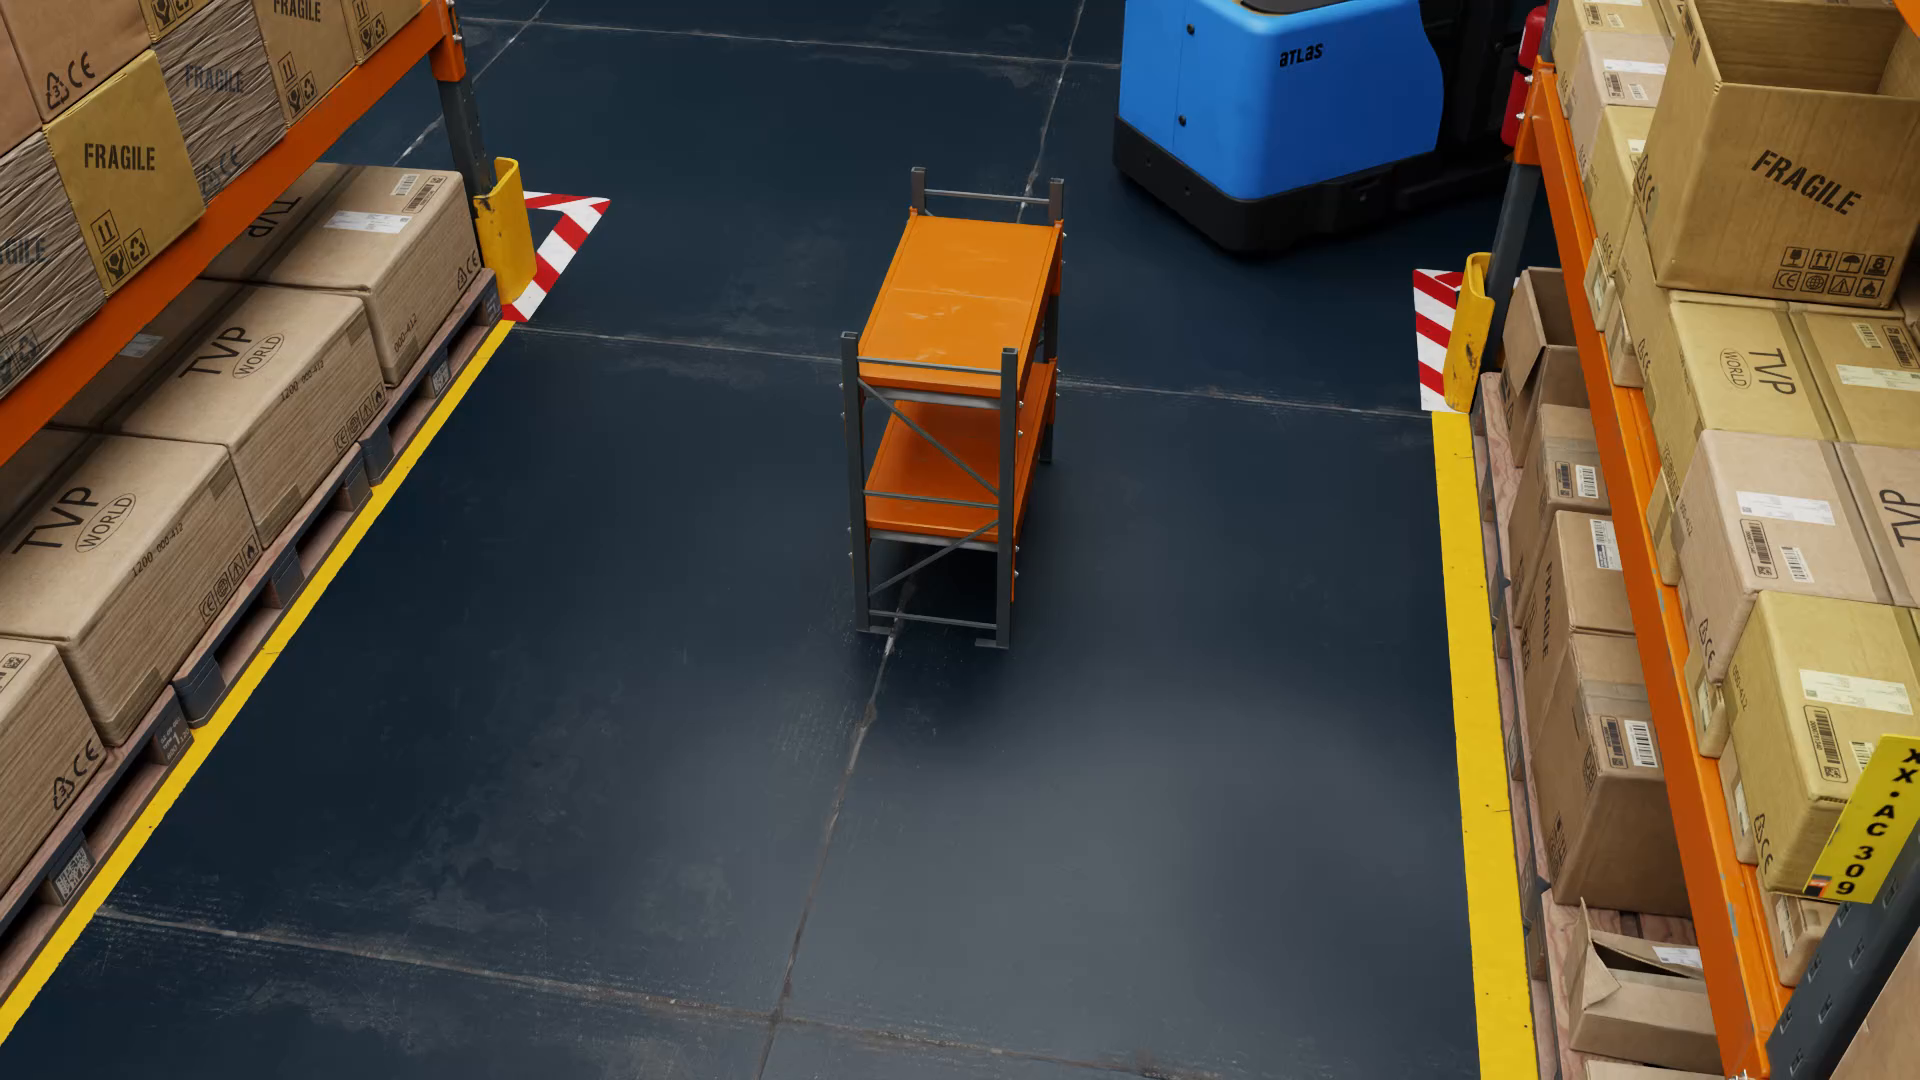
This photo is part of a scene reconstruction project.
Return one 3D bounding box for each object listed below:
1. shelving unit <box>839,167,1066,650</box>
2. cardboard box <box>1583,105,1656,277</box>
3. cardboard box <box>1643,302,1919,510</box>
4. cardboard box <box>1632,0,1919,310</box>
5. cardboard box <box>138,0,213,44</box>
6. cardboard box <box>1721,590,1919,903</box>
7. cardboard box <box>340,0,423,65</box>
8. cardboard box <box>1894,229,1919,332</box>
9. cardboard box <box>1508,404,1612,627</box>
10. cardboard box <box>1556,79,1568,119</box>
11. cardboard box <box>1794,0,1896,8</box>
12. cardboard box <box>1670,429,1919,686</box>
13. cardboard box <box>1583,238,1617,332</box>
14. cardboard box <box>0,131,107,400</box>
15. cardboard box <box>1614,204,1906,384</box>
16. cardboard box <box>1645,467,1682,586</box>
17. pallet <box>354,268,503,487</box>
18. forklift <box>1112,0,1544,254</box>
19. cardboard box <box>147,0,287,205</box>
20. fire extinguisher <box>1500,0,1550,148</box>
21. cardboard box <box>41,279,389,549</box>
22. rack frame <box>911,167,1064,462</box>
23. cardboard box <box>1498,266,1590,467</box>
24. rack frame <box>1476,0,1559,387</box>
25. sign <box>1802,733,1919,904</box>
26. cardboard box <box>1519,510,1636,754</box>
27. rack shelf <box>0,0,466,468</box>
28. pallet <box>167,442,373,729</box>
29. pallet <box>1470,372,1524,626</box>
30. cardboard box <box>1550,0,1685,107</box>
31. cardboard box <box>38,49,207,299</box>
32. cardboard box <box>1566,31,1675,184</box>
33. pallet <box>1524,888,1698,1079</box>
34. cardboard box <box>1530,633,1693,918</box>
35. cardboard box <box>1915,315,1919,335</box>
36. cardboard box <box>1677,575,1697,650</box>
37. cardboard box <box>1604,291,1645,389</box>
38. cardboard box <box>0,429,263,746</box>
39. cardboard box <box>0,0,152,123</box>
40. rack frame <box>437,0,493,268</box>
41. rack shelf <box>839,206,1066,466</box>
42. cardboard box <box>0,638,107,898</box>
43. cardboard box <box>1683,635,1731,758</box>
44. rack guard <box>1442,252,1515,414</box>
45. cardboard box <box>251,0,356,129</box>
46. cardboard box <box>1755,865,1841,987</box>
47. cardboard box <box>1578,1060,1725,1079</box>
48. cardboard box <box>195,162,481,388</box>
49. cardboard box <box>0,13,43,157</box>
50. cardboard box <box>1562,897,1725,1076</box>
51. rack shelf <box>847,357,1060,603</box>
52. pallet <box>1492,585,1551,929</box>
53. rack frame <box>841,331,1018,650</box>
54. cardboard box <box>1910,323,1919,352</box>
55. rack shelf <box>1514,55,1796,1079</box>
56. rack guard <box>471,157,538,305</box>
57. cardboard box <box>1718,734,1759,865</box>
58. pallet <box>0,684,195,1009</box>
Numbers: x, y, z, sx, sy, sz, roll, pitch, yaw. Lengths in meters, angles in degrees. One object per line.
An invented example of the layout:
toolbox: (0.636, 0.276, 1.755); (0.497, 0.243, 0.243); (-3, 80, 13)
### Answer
shelving unit: (0.001, -0.438, 5.397); (0.538, 1.125, 1.048); (6, 40, 8)
cardboard box: (1.959, -0.906, 4.376); (0.500, 0.250, 0.500); (6, 40, 7)
cardboard box: (1.801, -0.260, 3.594); (0.500, 0.250, 0.500); (6, 40, 7)
cardboard box: (1.871, -0.888, 3.766); (0.500, 0.500, 0.500); (7, 40, 9)
cardboard box: (-2.414, -1.738, 4.635); (0.500, 0.500, 0.500); (6, 40, 7)
cardboard box: (1.630, 0.368, 2.835); (0.500, 0.250, 0.500); (7, 40, 9)
cardboard box: (-2.238, -1.991, 5.725); (0.500, 0.500, 0.500); (7, 40, 8)
cardboard box: (2.385, -0.516, 3.904); (0.500, 0.250, 0.500); (6, 40, 8)
cardboard box: (2.089, -0.032, 5.067); (0.700, 0.500, 0.500); (8, 40, 9)
cardboard box: (2.147, -1.466, 5.366); (0.380, 0.149, 0.250); (6, 40, 7)
cardboard box: (2.656, -1.478, 5.068); (0.500, 0.250, 0.500); (7, 40, 9)
cardboard box: (1.702, 0.052, 3.217); (0.500, 0.250, 0.500); (7, 40, 8)
cardboard box: (1.875, -0.663, 4.395); (0.380, 0.149, 0.250); (5, 40, 6)
cardboard box: (-2.585, -0.705, 4.170); (0.500, 0.500, 0.500); (7, 40, 8)
cardboard box: (1.891, -0.583, 3.985); (0.500, 0.250, 0.500); (5, 40, 7)
cardboard box: (1.722, -0.016, 3.613); (0.380, 0.149, 0.250); (6, 40, 7)
pallet: (-2.476, -0.699, 6.430); (1.003, 0.211, 1.213); (6, 40, 8)
forklift: (2.257, -3.036, 7.121); (3.031, 2.935, 1.130); (-19, 43, -21)
cardboard box: (-2.419, -1.353, 4.954); (0.500, 0.500, 0.500); (7, 40, 9)
fire extinguisher: (2.044, -1.709, 5.816); (0.296, 0.674, 0.183); (6, 40, 8)
cardboard box: (-2.581, -0.458, 5.631); (0.875, 0.438, 0.875); (7, 40, 9)
rack frame: (0.089, -0.757, 5.783); (0.500, 1.125, 0.032); (6, 40, 8)
cardboard box: (2.275, -0.565, 5.709); (0.797, 0.503, 0.637); (5, 40, 6)
rack frame: (2.474, -1.739, 5.499); (1.000, 3.000, 0.127); (6, 40, 8)
sign: (1.246, 0.383, 2.254); (0.100, 0.325, 0.005); (6, 40, 8)
cardboard box: (1.899, 0.289, 4.679); (0.500, 0.500, 0.500); (7, 40, 8)
rack shelf: (-2.761, -0.752, 4.869); (1.077, 0.370, 4.000); (6, 40, 8)
pallet: (-2.690, 0.065, 5.506); (1.003, 0.211, 1.213); (6, 40, 8)
pallet: (2.324, -0.116, 5.725); (1.003, 0.211, 1.213); (6, 40, 8)
cardboard box: (2.130, -1.541, 5.144); (0.500, 0.250, 0.500); (7, 40, 8)
cardboard box: (-2.496, -1.028, 4.561); (0.500, 0.500, 0.500); (8, 40, 9)
cardboard box: (2.043, -1.224, 4.761); (0.500, 0.250, 0.500); (7, 40, 8)
pallet: (1.902, 1.415, 3.873); (1.003, 0.211, 1.213); (6, 40, 8)
cardboard box: (1.909, 0.620, 4.279); (0.700, 0.500, 0.500); (5, 40, 6)
cardboard box: (2.302, -0.480, 3.272); (0.500, 0.500, 0.500); (5, 40, 6)
cardboard box: (1.705, 0.147, 3.415); (0.380, 0.149, 0.250); (7, 40, 9)
cardboard box: (1.850, -0.496, 4.193); (0.380, 0.149, 0.250); (7, 40, 9)
cardboard box: (-2.739, 0.108, 4.947); (0.875, 0.438, 0.875); (5, 40, 6)
cardboard box: (-2.503, -1.422, 4.253); (0.500, 0.500, 0.500); (6, 40, 7)
rack frame: (-2.415, -2.284, 6.158); (1.000, 3.000, 0.127); (6, 40, 8)
rack shelf: (0.001, -0.663, 5.210); (0.538, 0.278, 1.000); (6, 40, 8)
cardboard box: (-2.893, 0.670, 4.267); (0.875, 0.438, 0.875); (6, 40, 7)
cardboard box: (1.633, 0.309, 3.220); (0.380, 0.149, 0.250); (7, 40, 9)
rack guard: (2.461, -0.728, 6.238); (1.175, 0.500, 0.348); (6, 40, 8)
cardboard box: (-2.340, -1.677, 5.346); (0.500, 0.500, 0.500); (6, 40, 7)
cardboard box: (1.588, 0.640, 2.819); (0.380, 0.149, 0.250); (7, 40, 8)
cardboard box: (1.589, 1.326, 3.700); (0.380, 0.149, 0.250); (5, 40, 6)
cardboard box: (-2.431, -1.033, 6.327); (0.875, 0.438, 0.875); (5, 40, 6)
cardboard box: (-2.593, -1.106, 3.871); (0.500, 0.500, 0.500); (7, 40, 9)
cardboard box: (1.651, 1.057, 3.933); (0.396, 0.266, 0.258); (8, 40, 9)
rack shelf: (0.001, -0.249, 5.553); (0.538, 0.278, 1.000); (6, 40, 8)
pallet: (2.111, 0.647, 4.802); (1.003, 0.211, 1.213); (6, 40, 8)
rack frame: (-0.087, -0.119, 5.011); (0.500, 1.125, 0.032); (6, 40, 8)
cardboard box: (2.305, -0.206, 3.529); (0.500, 0.250, 0.500); (7, 40, 9)
rack shelf: (2.128, -0.207, 4.210); (1.077, 0.370, 4.000); (6, 40, 8)
rack guard: (-2.411, -1.336, 6.973); (1.175, 0.500, 0.348); (6, 40, 8)
cardboard box: (1.612, 0.474, 3.019); (0.380, 0.149, 0.250); (7, 40, 9)
pallet: (-2.899, 0.832, 4.577); (1.003, 0.211, 1.213); (6, 40, 8)
